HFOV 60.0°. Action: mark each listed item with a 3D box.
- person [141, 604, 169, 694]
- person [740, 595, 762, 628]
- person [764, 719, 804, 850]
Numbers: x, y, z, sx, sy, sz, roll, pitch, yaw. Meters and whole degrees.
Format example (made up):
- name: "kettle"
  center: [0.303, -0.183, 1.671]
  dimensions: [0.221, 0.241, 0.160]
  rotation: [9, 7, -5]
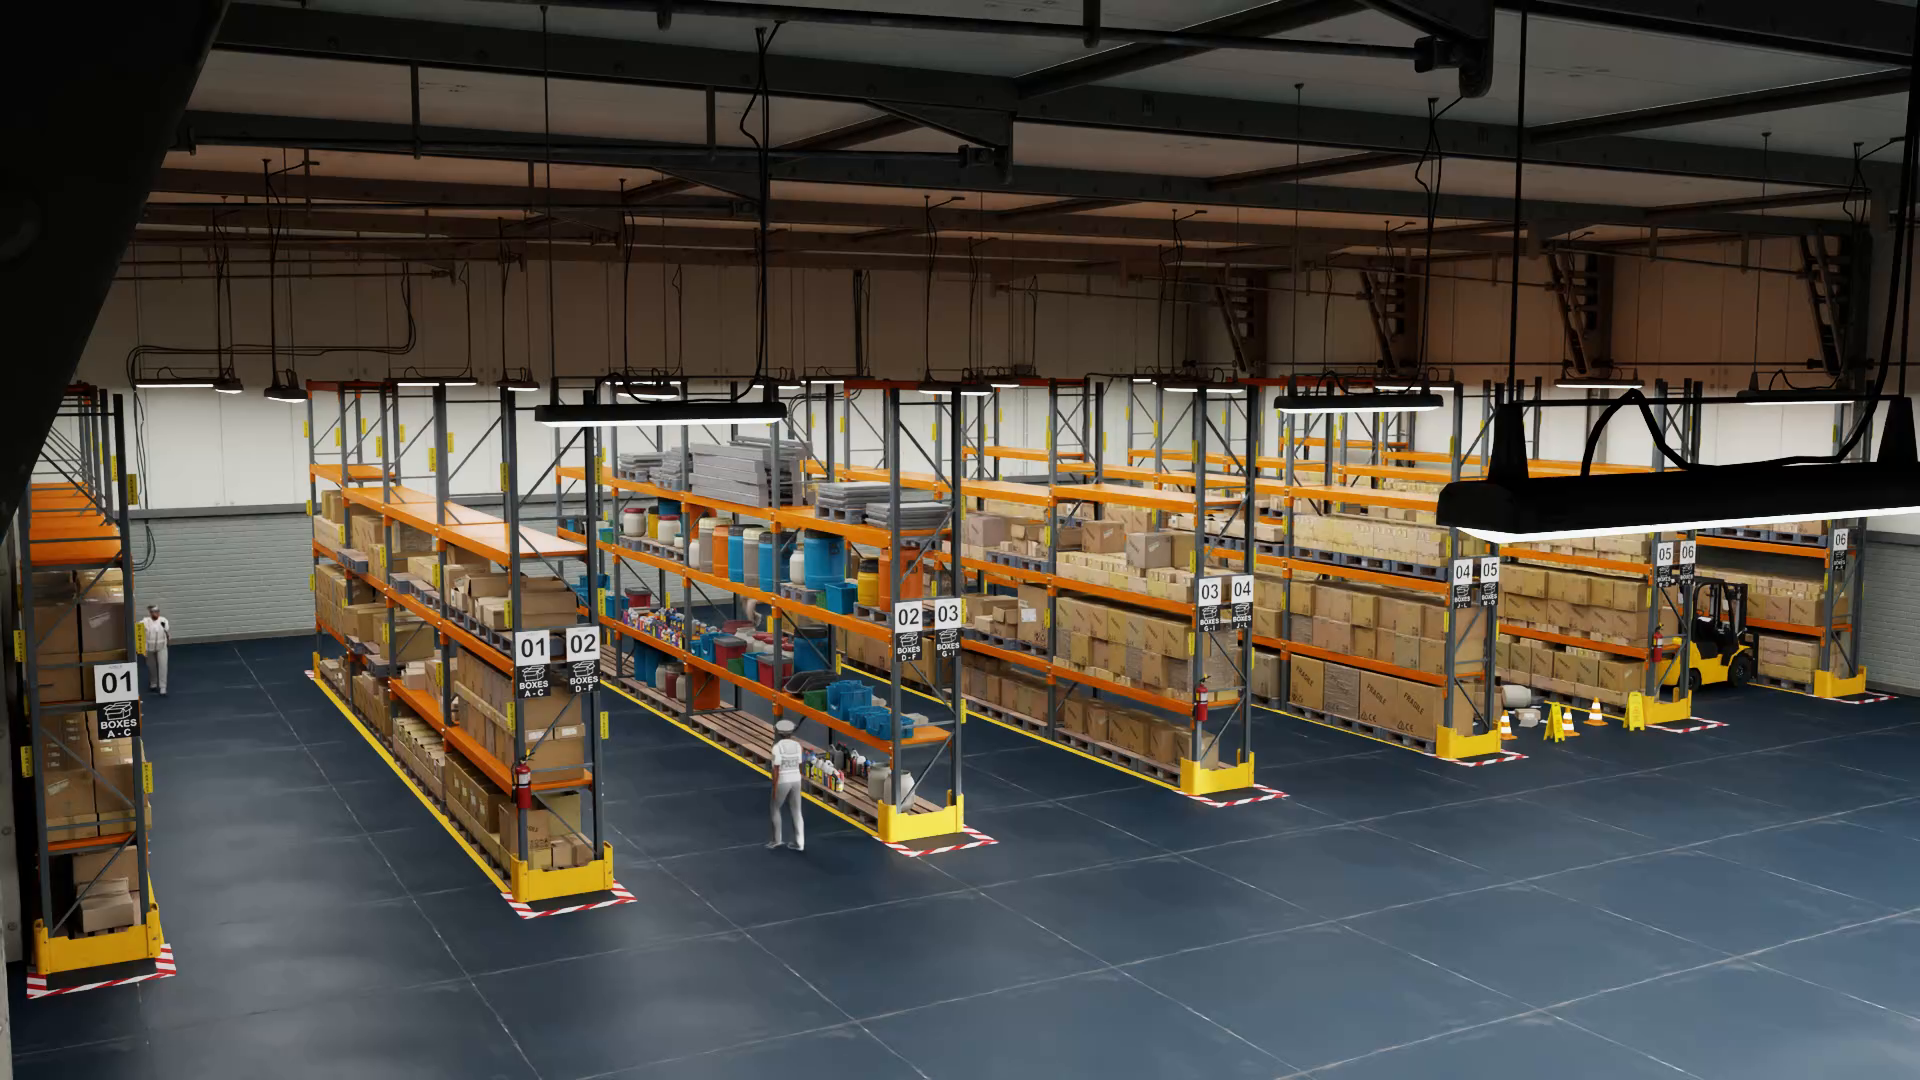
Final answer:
- name: "person"
  center: [-15.466, 2.062, 31.929]
  dimensions: [0.526, 1.699, 1.077]
  rotation: [-3, 7, -26]
- name: "person"
  center: [-4.933, 1.308, 39.223]
  dimensions: [0.517, 1.688, 0.876]
  rotation: [4, 7, 34]
- name: "person"
  center: [-2.251, 3.221, 21.670]
  dimensions: [0.500, 1.728, 0.612]
  rotation: [-5, 8, -38]
